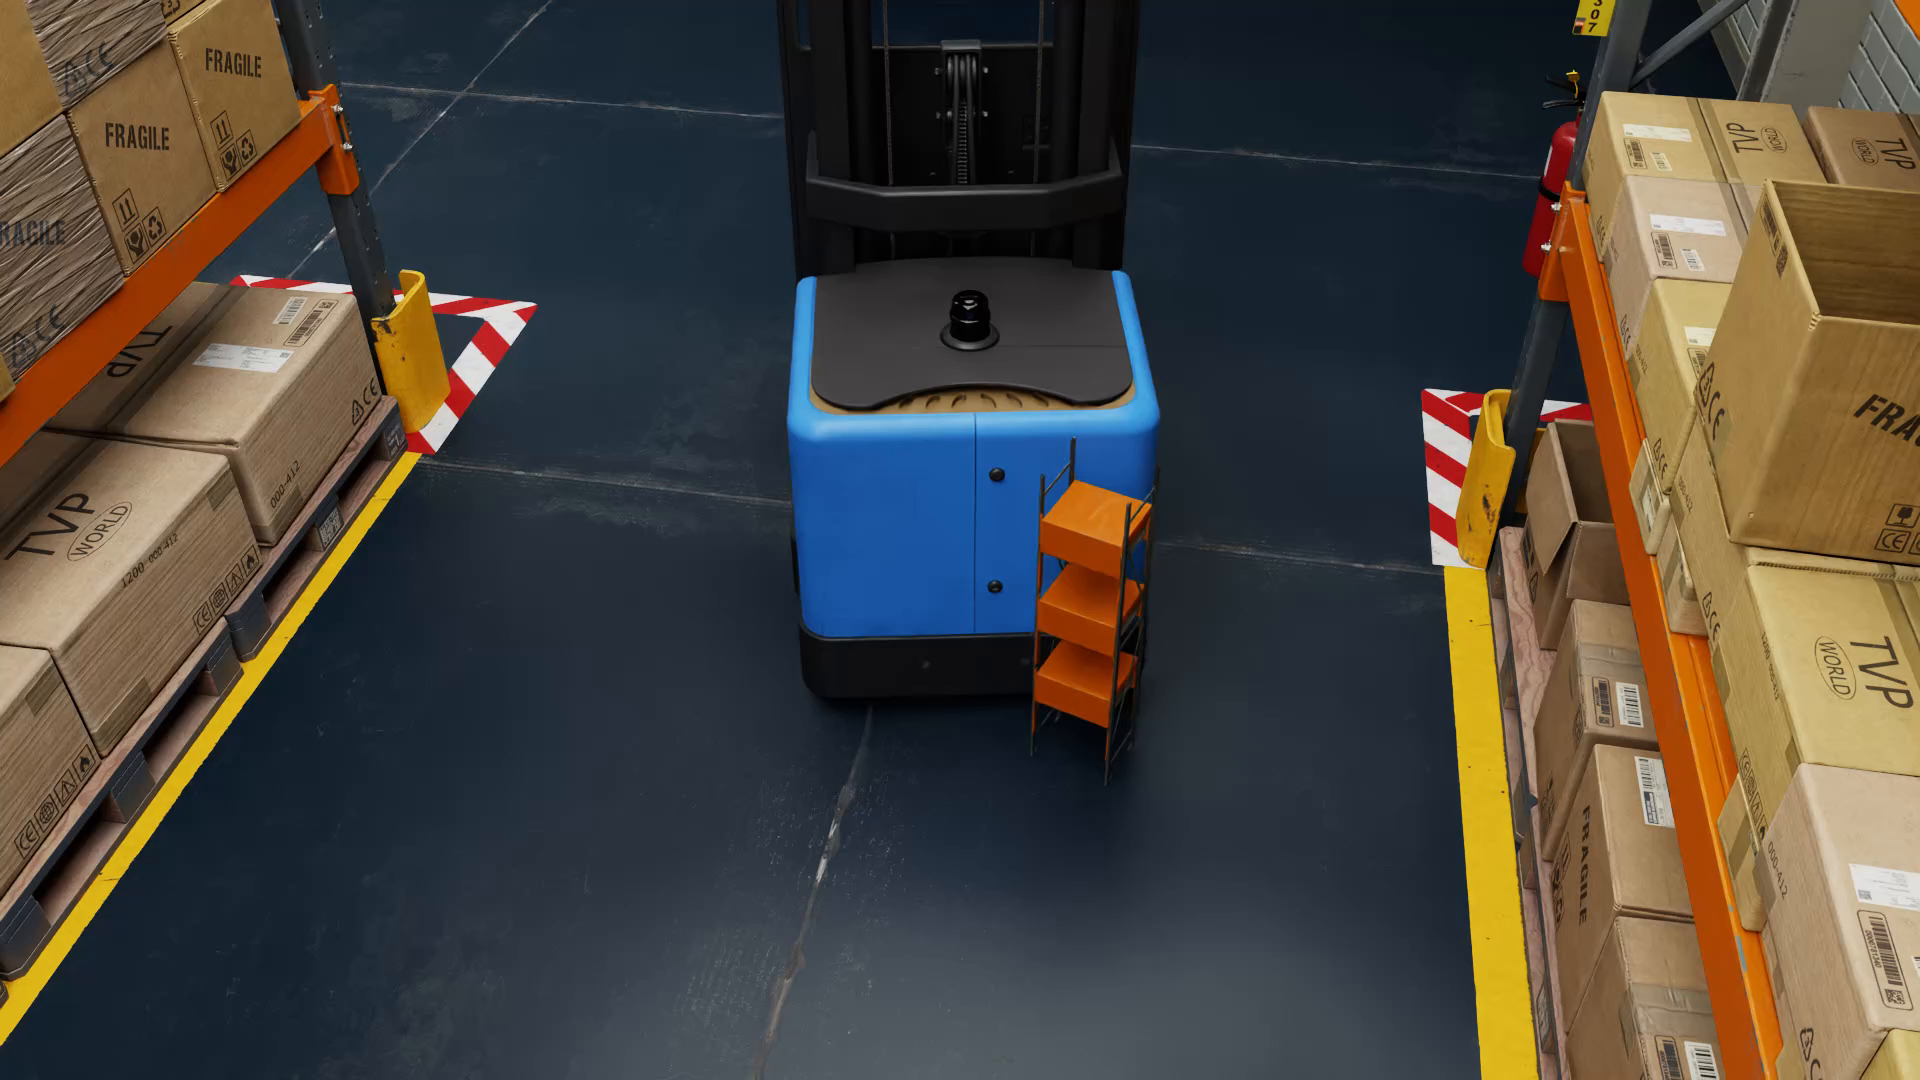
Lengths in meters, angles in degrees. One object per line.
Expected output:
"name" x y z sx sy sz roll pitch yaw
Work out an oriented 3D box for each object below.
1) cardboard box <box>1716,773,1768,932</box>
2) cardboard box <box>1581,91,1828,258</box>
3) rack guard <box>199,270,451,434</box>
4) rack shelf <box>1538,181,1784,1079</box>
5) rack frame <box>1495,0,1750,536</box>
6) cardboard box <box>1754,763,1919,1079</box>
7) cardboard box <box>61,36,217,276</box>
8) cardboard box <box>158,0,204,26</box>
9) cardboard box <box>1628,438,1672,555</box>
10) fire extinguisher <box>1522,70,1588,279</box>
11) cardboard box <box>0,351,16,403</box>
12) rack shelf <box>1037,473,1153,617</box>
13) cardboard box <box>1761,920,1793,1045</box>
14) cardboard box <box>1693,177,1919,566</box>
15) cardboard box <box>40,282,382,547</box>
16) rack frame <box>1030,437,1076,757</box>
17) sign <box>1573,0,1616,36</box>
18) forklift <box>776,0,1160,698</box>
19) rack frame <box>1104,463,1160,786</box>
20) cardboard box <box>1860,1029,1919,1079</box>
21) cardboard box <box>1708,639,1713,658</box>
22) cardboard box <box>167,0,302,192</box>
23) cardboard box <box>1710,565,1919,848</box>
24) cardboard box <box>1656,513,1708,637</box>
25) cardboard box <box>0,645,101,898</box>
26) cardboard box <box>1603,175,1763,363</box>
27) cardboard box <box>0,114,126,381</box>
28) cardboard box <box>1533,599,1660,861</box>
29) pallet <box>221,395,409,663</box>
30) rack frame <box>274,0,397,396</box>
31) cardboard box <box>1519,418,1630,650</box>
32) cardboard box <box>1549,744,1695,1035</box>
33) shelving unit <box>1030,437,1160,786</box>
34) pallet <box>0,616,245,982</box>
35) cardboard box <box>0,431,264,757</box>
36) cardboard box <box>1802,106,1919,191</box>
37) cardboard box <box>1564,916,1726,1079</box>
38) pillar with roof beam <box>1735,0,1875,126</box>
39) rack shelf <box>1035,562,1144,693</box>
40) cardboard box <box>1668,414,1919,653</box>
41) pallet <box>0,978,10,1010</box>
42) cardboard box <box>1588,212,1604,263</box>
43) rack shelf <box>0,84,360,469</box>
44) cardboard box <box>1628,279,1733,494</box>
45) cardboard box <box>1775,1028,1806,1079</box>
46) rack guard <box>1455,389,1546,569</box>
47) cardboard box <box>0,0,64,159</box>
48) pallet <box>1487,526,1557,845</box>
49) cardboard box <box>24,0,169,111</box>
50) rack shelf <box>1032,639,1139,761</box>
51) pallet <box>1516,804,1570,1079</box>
"cardboard box" 1.564 0.564 2.911 0.380 0.149 0.250 6 40 7
"cardboard box" 1.972 -0.961 4.442 0.500 0.250 0.500 7 40 8
"rack guard" -2.569 -0.755 6.271 1.175 0.500 0.348 6 40 8
"rack shelf" 1.970 0.374 3.509 1.077 0.370 4.000 6 40 8
"rack frame" 2.316 -1.159 4.798 1.000 3.000 0.127 6 40 8
"cardboard box" 1.544 0.632 2.516 0.500 0.250 0.500 7 40 8
"cardboard box" -2.498 -1.097 4.644 0.500 0.500 0.500 6 40 7
"cardboard box" -2.422 -1.799 4.709 0.500 0.500 0.500 8 40 9
"cardboard box" 1.717 -0.083 3.693 0.380 0.149 0.250 5 40 6
"fire extinguisher" 1.886 -1.129 5.114 0.296 0.674 0.183 6 40 8
"cardboard box" -2.654 -0.448 3.859 0.500 0.500 0.500 8 40 9
"rack shelf" 0.366 0.013 4.481 0.240 0.259 0.215 19 43 22
"cardboard box" 1.547 0.727 2.714 0.380 0.149 0.250 7 40 9
"cardboard box" 1.713 -0.308 3.064 0.500 0.500 0.500 7 40 9
"cardboard box" -2.589 -0.453 5.625 0.875 0.438 0.875 5 40 6
"rack frame" 0.259 0.186 4.701 0.008 1.050 0.200 19 43 22
"sign" 1.782 -1.552 4.594 0.100 0.325 0.005 6 40 8
"forklift" -0.014 -1.567 5.345 1.130 2.935 3.031 -1 40 -2
"rack frame" 0.473 0.260 4.610 0.008 1.050 0.200 19 43 22
"cardboard box" 1.472 0.948 2.133 0.500 0.250 0.500 7 40 9
"cardboard box" 1.715 0.254 3.286 0.380 0.149 0.250 6 40 8
"cardboard box" -2.396 -1.410 5.023 0.500 0.500 0.500 7 40 8
"cardboard box" 1.643 0.321 2.892 0.500 0.250 0.500 6 40 7
"cardboard box" 1.692 0.085 3.491 0.380 0.149 0.250 7 40 9
"cardboard box" -2.897 0.688 4.245 0.875 0.438 0.875 5 40 6
"cardboard box" 1.885 -0.644 4.059 0.500 0.250 0.500 7 40 8
"cardboard box" -2.577 -0.773 4.253 0.500 0.500 0.500 7 40 9
"cardboard box" 1.931 0.548 4.365 0.700 0.500 0.500 8 40 9
"pallet" -2.635 -0.119 5.728 1.003 0.211 1.213 6 40 8
"rack frame" -2.573 -1.704 5.457 1.000 3.000 0.127 6 40 8
"cardboard box" 2.117 0.015 5.008 0.797 0.503 0.637 5 40 6
"cardboard box" 1.741 0.869 3.977 0.500 0.500 0.500 7 40 8
"shelving unit" 0.366 0.223 4.655 0.252 1.050 0.215 19 43 22
"pallet" -2.848 0.645 4.805 1.003 0.211 1.213 6 40 8
"cardboard box" -2.739 0.122 4.929 0.875 0.438 0.875 7 40 9
"cardboard box" 2.498 -0.898 4.366 0.500 0.250 0.500 7 40 9
"cardboard box" 1.751 1.200 3.577 0.700 0.500 0.500 5 40 6
"pillar with roof beam" -0.570 -5.538 5.387 9.100 9.000 0.400 6 40 8
"rack shelf" 0.366 0.231 4.662 0.240 0.259 0.215 19 43 22
"cardboard box" 1.733 -0.002 3.283 0.500 0.250 0.500 5 40 7
"pallet" -3.057 1.413 3.876 1.003 0.211 1.213 6 40 8
"cardboard box" 1.989 -0.886 4.665 0.380 0.149 0.250 6 40 7
"rack shelf" -2.919 -0.171 4.168 1.077 0.370 4.000 6 40 8
"cardboard box" 1.801 -0.326 3.674 0.500 0.250 0.500 6 40 7
"cardboard box" 1.475 0.889 2.518 0.380 0.149 0.250 7 40 9
"rack guard" 2.303 -0.148 5.536 1.175 0.500 0.348 6 40 8
"cardboard box" -2.573 -1.158 3.933 0.500 0.500 0.500 6 40 7
"pallet" 2.166 0.464 5.023 1.003 0.211 1.213 6 40 8
"cardboard box" -2.484 -1.468 4.308 0.500 0.500 0.500 7 40 8
"rack shelf" 0.367 0.446 4.839 0.240 0.259 0.215 19 43 22
"pallet" 1.952 1.228 4.100 1.003 0.211 1.213 6 40 8
